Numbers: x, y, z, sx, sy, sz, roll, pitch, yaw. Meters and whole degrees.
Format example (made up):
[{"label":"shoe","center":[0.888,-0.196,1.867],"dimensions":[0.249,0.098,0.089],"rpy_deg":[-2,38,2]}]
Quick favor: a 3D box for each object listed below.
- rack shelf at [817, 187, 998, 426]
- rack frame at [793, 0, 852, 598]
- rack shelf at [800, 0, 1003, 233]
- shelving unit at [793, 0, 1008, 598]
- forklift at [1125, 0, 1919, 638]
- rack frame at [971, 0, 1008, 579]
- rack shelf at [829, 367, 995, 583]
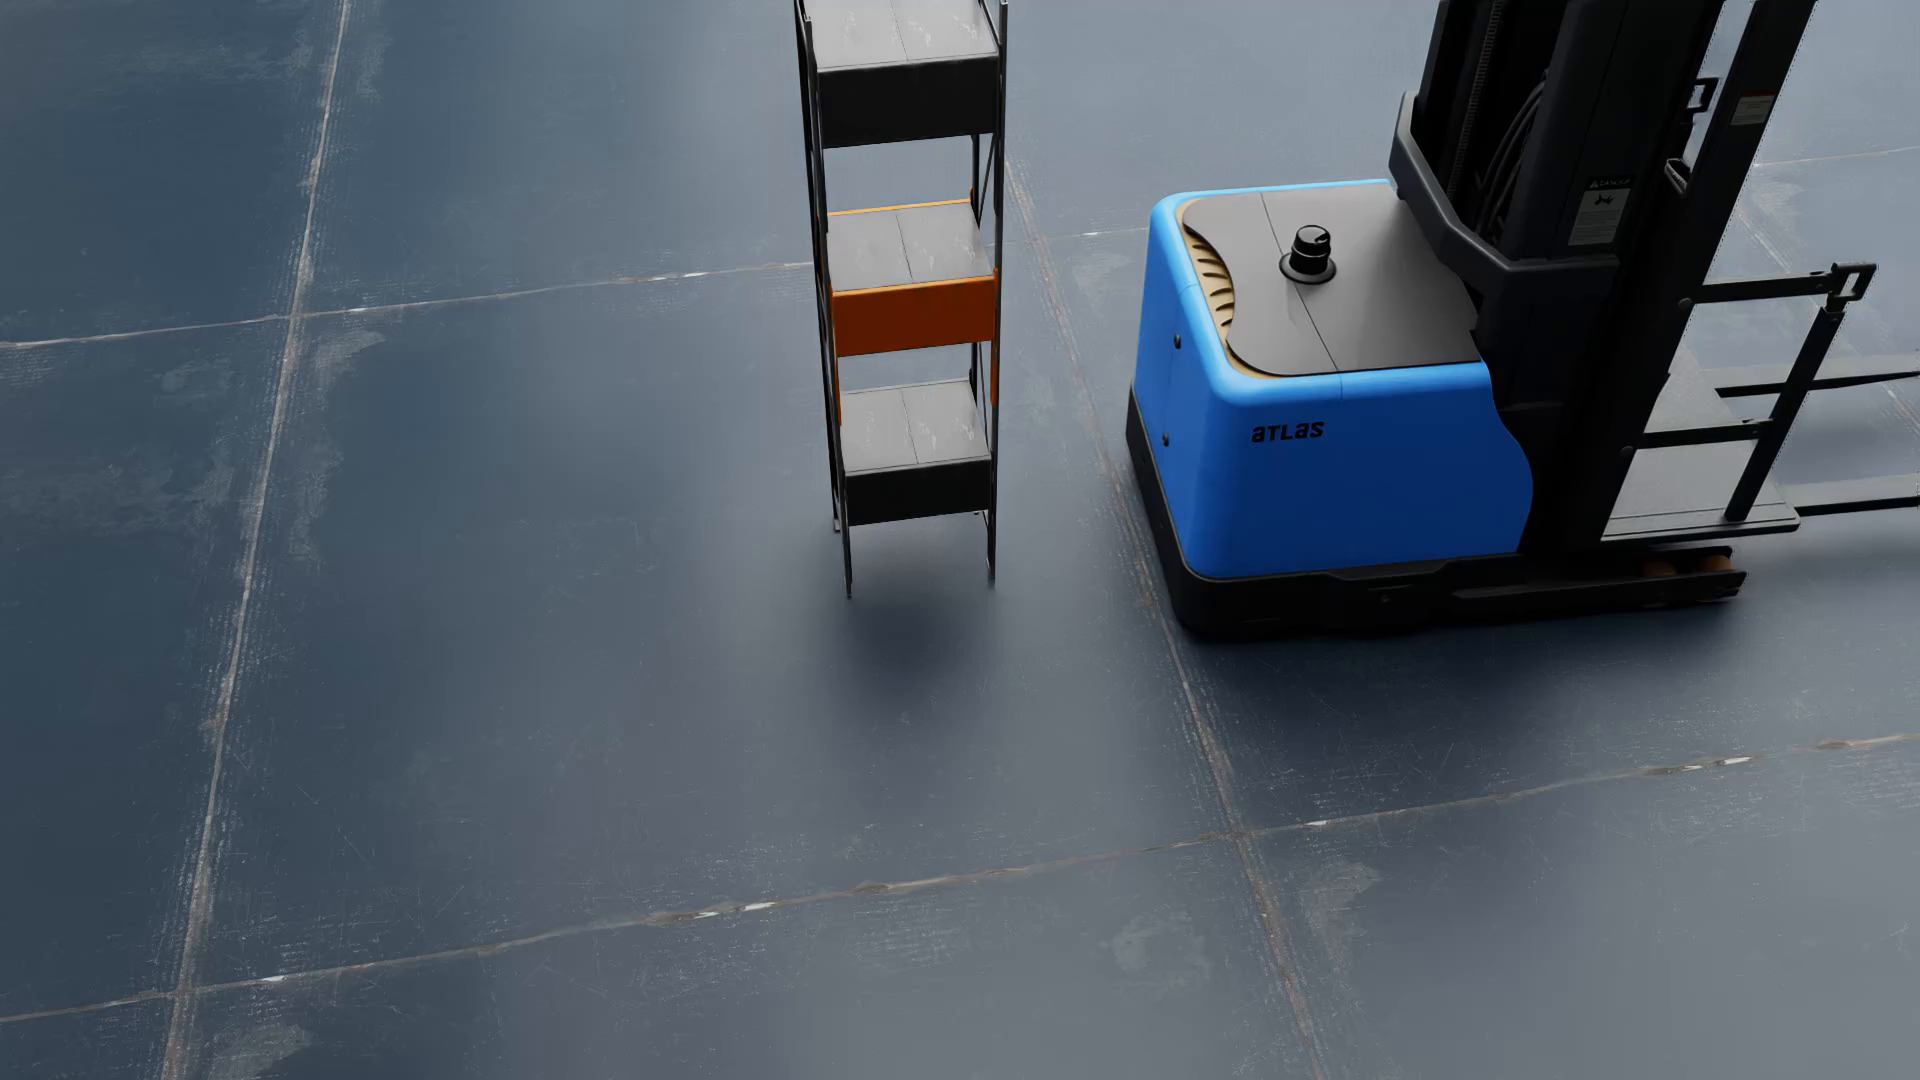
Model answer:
[{"label":"rack shelf","center":[-0.163,-0.699,4.984],"dimensions":[0.480,0.518,0.431],"rpy_deg":[-7,46,-7]},{"label":"rack frame","center":[-0.404,-0.678,4.945],"dimensions":[0.015,2.100,0.400],"rpy_deg":[-7,46,-7]},{"label":"rack shelf","center":[-0.163,-1.184,4.480],"dimensions":[0.480,0.518,0.431],"rpy_deg":[-7,46,-7]},{"label":"shelving unit","center":[-0.163,-0.708,4.974],"dimensions":[0.503,2.100,0.431],"rpy_deg":[-7,46,-7]},{"label":"forklift","center":[2.154,-1.168,4.840],"dimensions":[3.031,2.935,1.130],"rpy_deg":[-5,46,-5]},{"label":"rack frame","center":[0.077,-0.738,5.003],"dimensions":[0.015,2.100,0.400],"rpy_deg":[-7,46,-7]},{"label":"rack shelf","center":[-0.163,-0.213,5.488],"dimensions":[0.480,0.518,0.431],"rpy_deg":[-7,46,-7]}]
